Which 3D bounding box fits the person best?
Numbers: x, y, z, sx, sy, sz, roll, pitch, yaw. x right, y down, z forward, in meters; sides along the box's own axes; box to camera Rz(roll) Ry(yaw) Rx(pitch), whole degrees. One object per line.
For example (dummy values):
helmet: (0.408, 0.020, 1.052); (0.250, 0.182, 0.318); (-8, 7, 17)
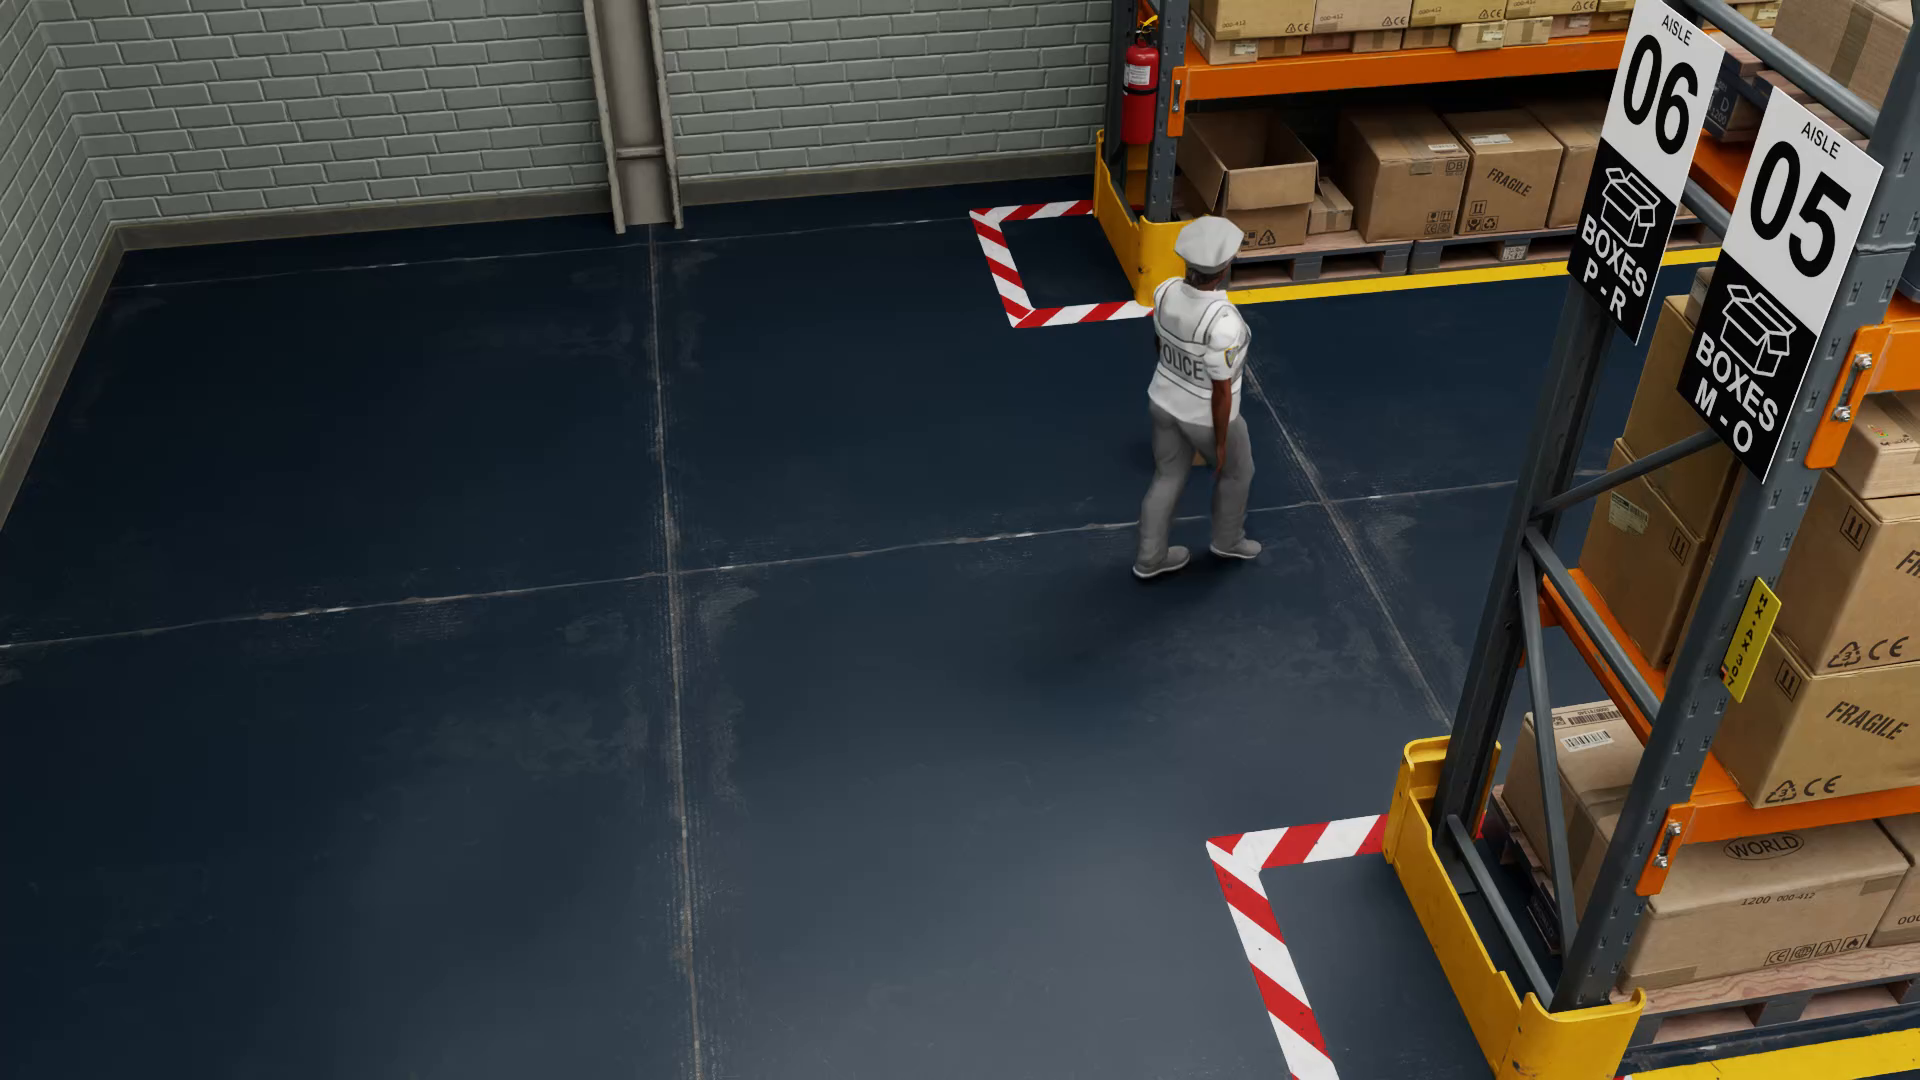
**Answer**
person: (1.029, -0.562, 6.854); (0.610, 1.718, 0.505); (-29, 47, -31)
